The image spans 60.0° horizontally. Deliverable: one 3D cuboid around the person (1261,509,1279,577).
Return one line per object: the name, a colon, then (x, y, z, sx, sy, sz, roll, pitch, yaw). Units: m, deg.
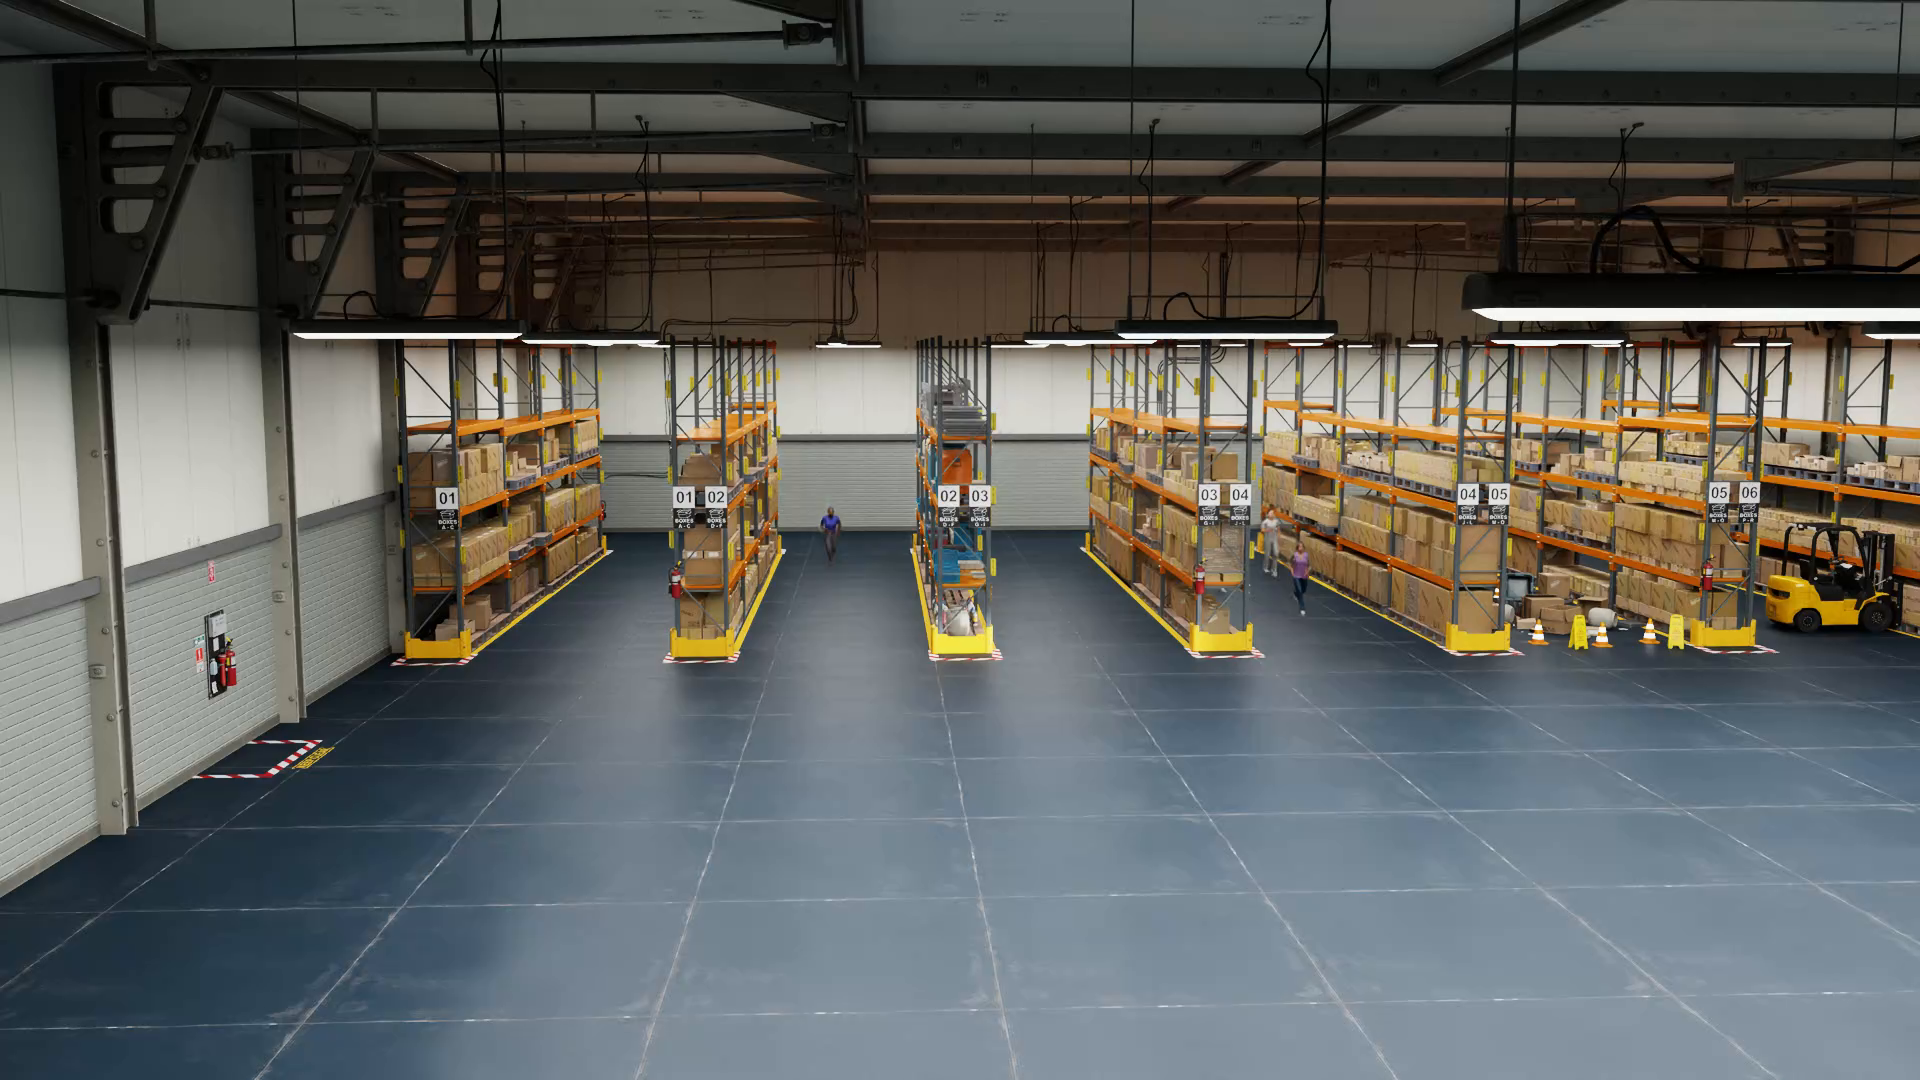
person: (7.940, 0.065, 42.521, 0.549, 1.695, 0.728, -1, 7, -5)

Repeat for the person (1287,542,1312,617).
person: (7.435, 0.829, 36.379, 0.510, 1.586, 1.002, -1, 7, -8)

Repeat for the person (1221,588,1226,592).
person: (6.266, 0.455, 39.621, 0.584, 1.547, 0.592, 0, 6, -2)

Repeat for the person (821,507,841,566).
person: (-3.443, -0.095, 44.418, 0.554, 1.590, 0.696, -1, 7, -5)
